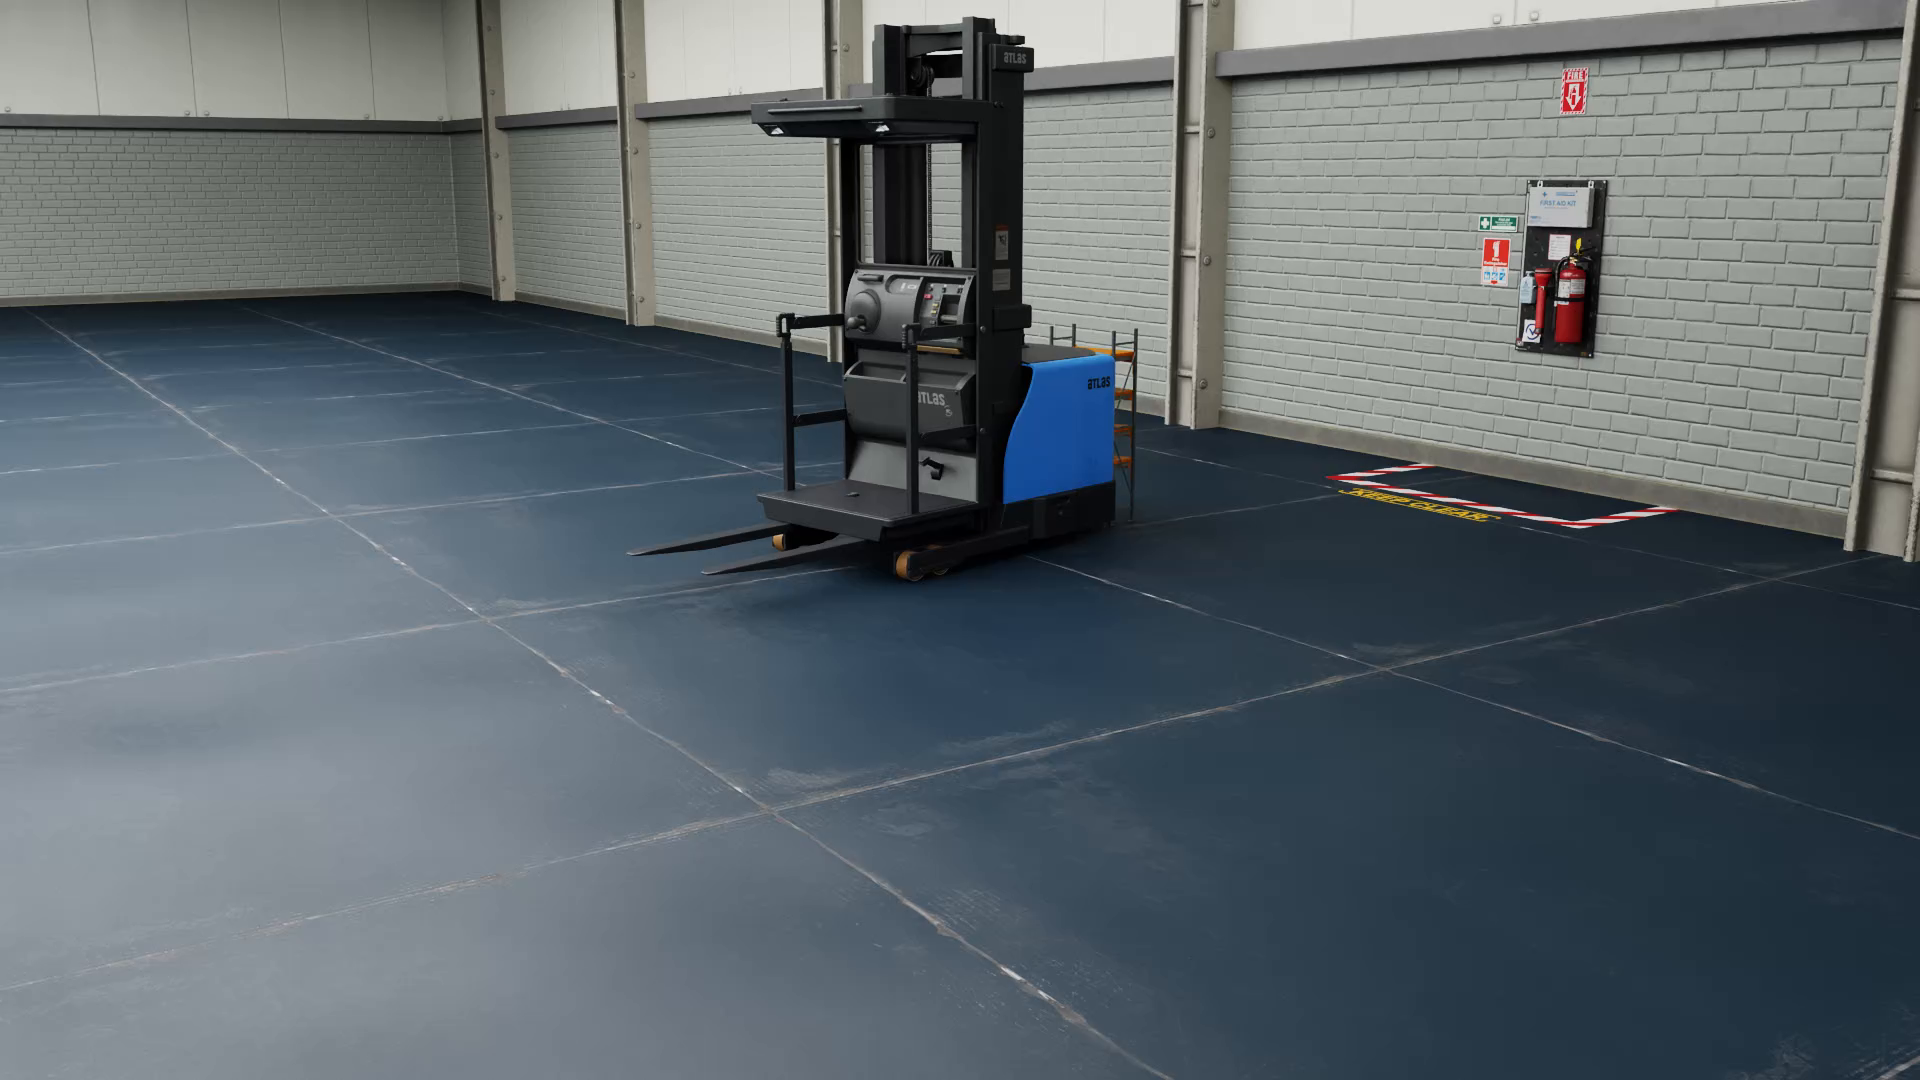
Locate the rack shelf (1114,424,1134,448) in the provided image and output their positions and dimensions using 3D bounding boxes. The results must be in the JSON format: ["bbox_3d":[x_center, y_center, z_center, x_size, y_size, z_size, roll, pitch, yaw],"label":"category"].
[{"bbox_3d":[0.822,-0.658,10.377,0.480,0.148,0.258,11,17,42],"label":"rack shelf"}]

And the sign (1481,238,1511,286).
[{"bbox_3d":[3.783,-1.966,11.746,0.001,0.329,0.234,-8,15,-33],"label":"sign"}]

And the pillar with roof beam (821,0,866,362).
[{"bbox_3d":[-4.891,-5.949,16.002,9.100,9.000,0.400,-8,15,-33],"label":"pillar with roof beam"}]

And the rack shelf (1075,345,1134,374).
[{"bbox_3d":[0.822,-1.108,10.279,0.480,0.148,0.258,11,17,42],"label":"rack shelf"}]

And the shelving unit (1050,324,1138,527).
[{"bbox_3d":[0.822,-0.724,10.363,0.503,1.200,0.258,11,17,42],"label":"shelving unit"}]

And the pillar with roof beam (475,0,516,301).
[{"bbox_3d":[-11.540,-8.083,25.762,9.100,9.000,0.400,-8,15,-33],"label":"pillar with roof beam"}]

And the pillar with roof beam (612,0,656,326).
[{"bbox_3d":[-8.215,-7.016,20.882,9.100,9.000,0.400,-8,15,-33],"label":"pillar with roof beam"}]

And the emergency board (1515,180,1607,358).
[{"bbox_3d":[4.004,-1.838,11.245,0.194,1.169,0.643,-8,15,-33],"label":"emergency board"}]

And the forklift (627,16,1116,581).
[{"bbox_3d":[-0.431,-1.334,9.099,1.130,2.935,3.031,11,17,42],"label":"forklift"}]

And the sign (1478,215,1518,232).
[{"bbox_3d":[3.778,-2.223,11.681,0.001,0.109,0.331,-8,15,-33],"label":"sign"}]

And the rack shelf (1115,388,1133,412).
[{"bbox_3d":[0.822,-0.877,10.330,0.480,0.148,0.258,11,17,42],"label":"rack shelf"}]

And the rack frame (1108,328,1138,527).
[{"bbox_3d":[1.000,-0.688,10.200,0.015,1.200,0.240,11,17,42],"label":"rack frame"}]

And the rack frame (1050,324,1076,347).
[{"bbox_3d":[0.644,-0.759,10.526,0.015,1.200,0.240,11,17,42],"label":"rack frame"}]

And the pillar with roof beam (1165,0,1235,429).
[{"bbox_3d":[-1.567,-4.882,11.123,9.100,9.000,0.400,-8,15,-33],"label":"pillar with roof beam"}]

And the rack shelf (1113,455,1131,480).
[{"bbox_3d":[0.822,-0.464,10.420,0.480,0.148,0.258,11,17,42],"label":"rack shelf"}]

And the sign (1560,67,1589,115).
[{"bbox_3d":[4.082,-2.984,11.057,0.001,0.298,0.199,-8,15,-33],"label":"sign"}]

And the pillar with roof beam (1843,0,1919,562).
[{"bbox_3d":[1.757,-3.815,6.243,9.100,9.000,0.400,-8,15,-33],"label":"pillar with roof beam"}]

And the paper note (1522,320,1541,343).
[{"bbox_3d":[3.963,-1.447,11.520,0.016,0.148,0.142,-8,15,-33],"label":"paper note"}]
